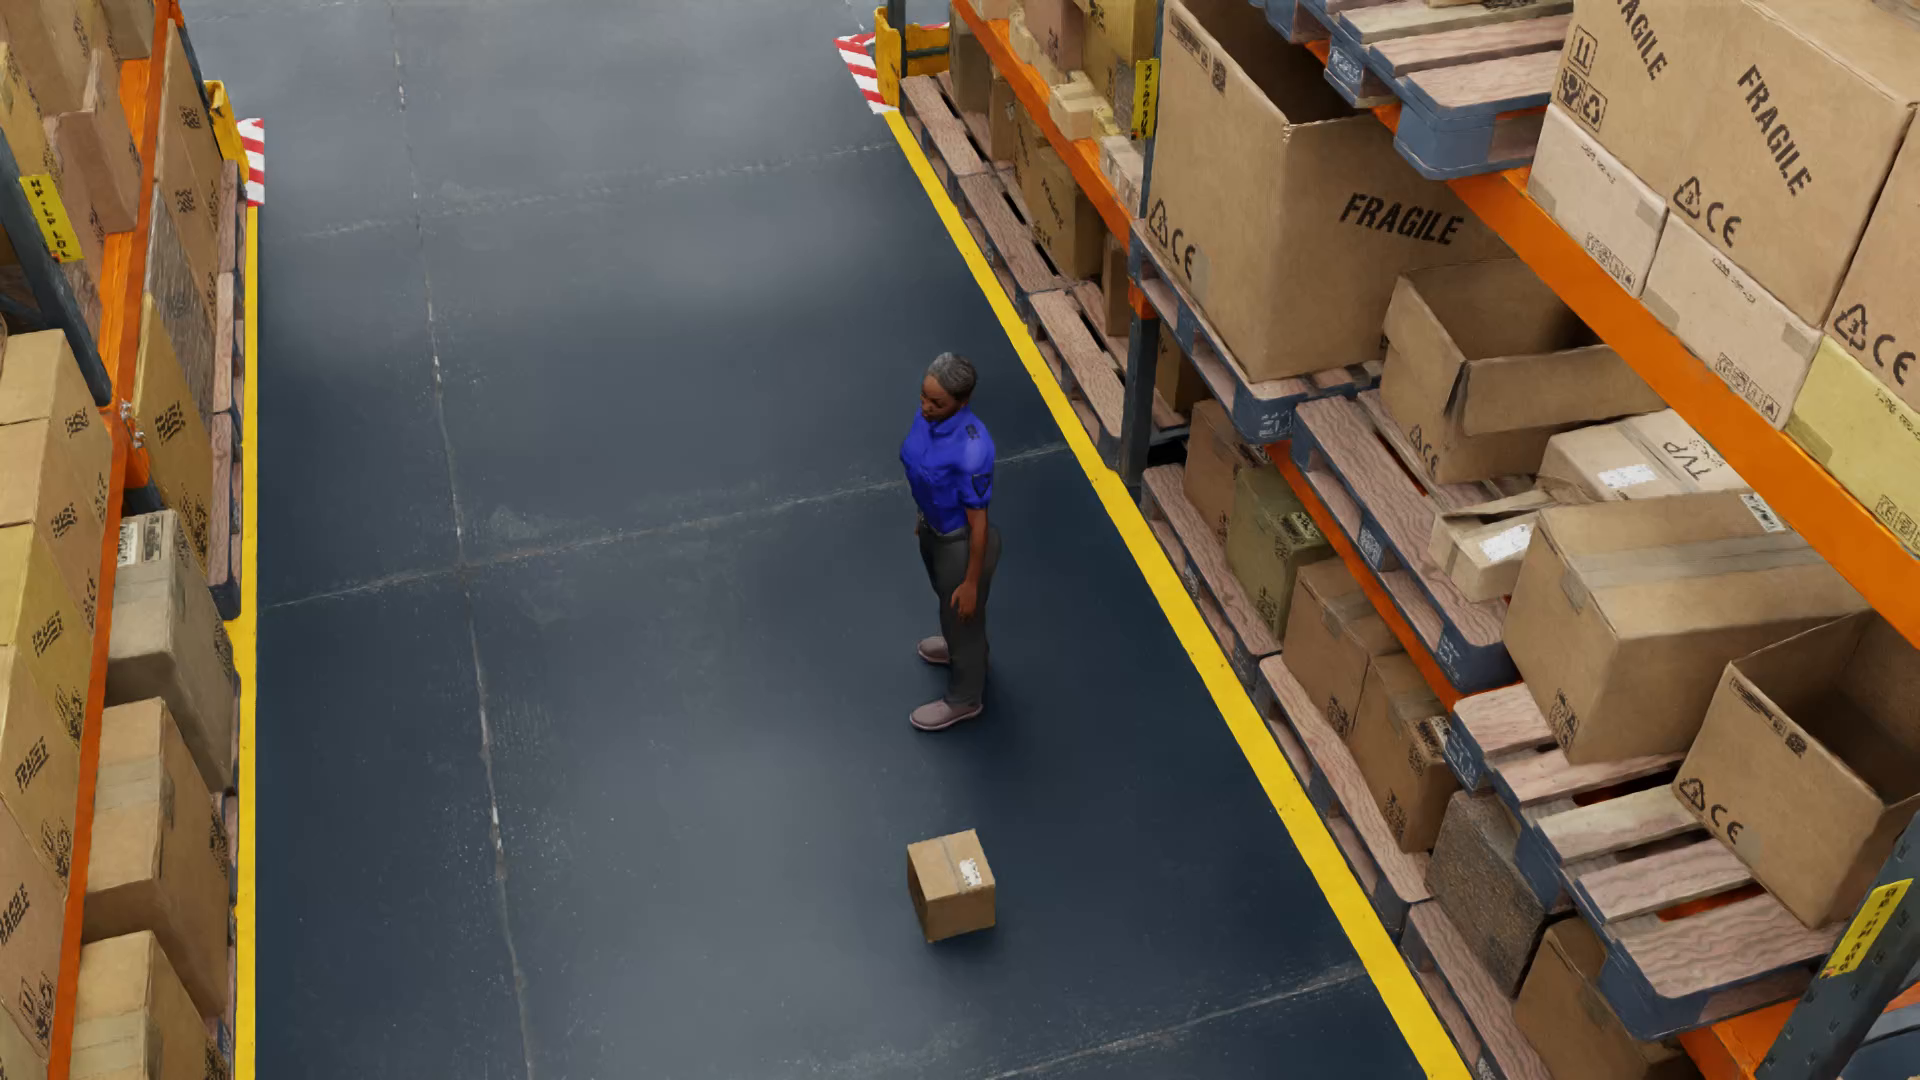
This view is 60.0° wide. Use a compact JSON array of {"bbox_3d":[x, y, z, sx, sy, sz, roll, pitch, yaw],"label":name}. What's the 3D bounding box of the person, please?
[{"bbox_3d":[-0.035,0.009,6.130,0.427,1.664,0.601,-17,45,-18],"label":"person"}]
